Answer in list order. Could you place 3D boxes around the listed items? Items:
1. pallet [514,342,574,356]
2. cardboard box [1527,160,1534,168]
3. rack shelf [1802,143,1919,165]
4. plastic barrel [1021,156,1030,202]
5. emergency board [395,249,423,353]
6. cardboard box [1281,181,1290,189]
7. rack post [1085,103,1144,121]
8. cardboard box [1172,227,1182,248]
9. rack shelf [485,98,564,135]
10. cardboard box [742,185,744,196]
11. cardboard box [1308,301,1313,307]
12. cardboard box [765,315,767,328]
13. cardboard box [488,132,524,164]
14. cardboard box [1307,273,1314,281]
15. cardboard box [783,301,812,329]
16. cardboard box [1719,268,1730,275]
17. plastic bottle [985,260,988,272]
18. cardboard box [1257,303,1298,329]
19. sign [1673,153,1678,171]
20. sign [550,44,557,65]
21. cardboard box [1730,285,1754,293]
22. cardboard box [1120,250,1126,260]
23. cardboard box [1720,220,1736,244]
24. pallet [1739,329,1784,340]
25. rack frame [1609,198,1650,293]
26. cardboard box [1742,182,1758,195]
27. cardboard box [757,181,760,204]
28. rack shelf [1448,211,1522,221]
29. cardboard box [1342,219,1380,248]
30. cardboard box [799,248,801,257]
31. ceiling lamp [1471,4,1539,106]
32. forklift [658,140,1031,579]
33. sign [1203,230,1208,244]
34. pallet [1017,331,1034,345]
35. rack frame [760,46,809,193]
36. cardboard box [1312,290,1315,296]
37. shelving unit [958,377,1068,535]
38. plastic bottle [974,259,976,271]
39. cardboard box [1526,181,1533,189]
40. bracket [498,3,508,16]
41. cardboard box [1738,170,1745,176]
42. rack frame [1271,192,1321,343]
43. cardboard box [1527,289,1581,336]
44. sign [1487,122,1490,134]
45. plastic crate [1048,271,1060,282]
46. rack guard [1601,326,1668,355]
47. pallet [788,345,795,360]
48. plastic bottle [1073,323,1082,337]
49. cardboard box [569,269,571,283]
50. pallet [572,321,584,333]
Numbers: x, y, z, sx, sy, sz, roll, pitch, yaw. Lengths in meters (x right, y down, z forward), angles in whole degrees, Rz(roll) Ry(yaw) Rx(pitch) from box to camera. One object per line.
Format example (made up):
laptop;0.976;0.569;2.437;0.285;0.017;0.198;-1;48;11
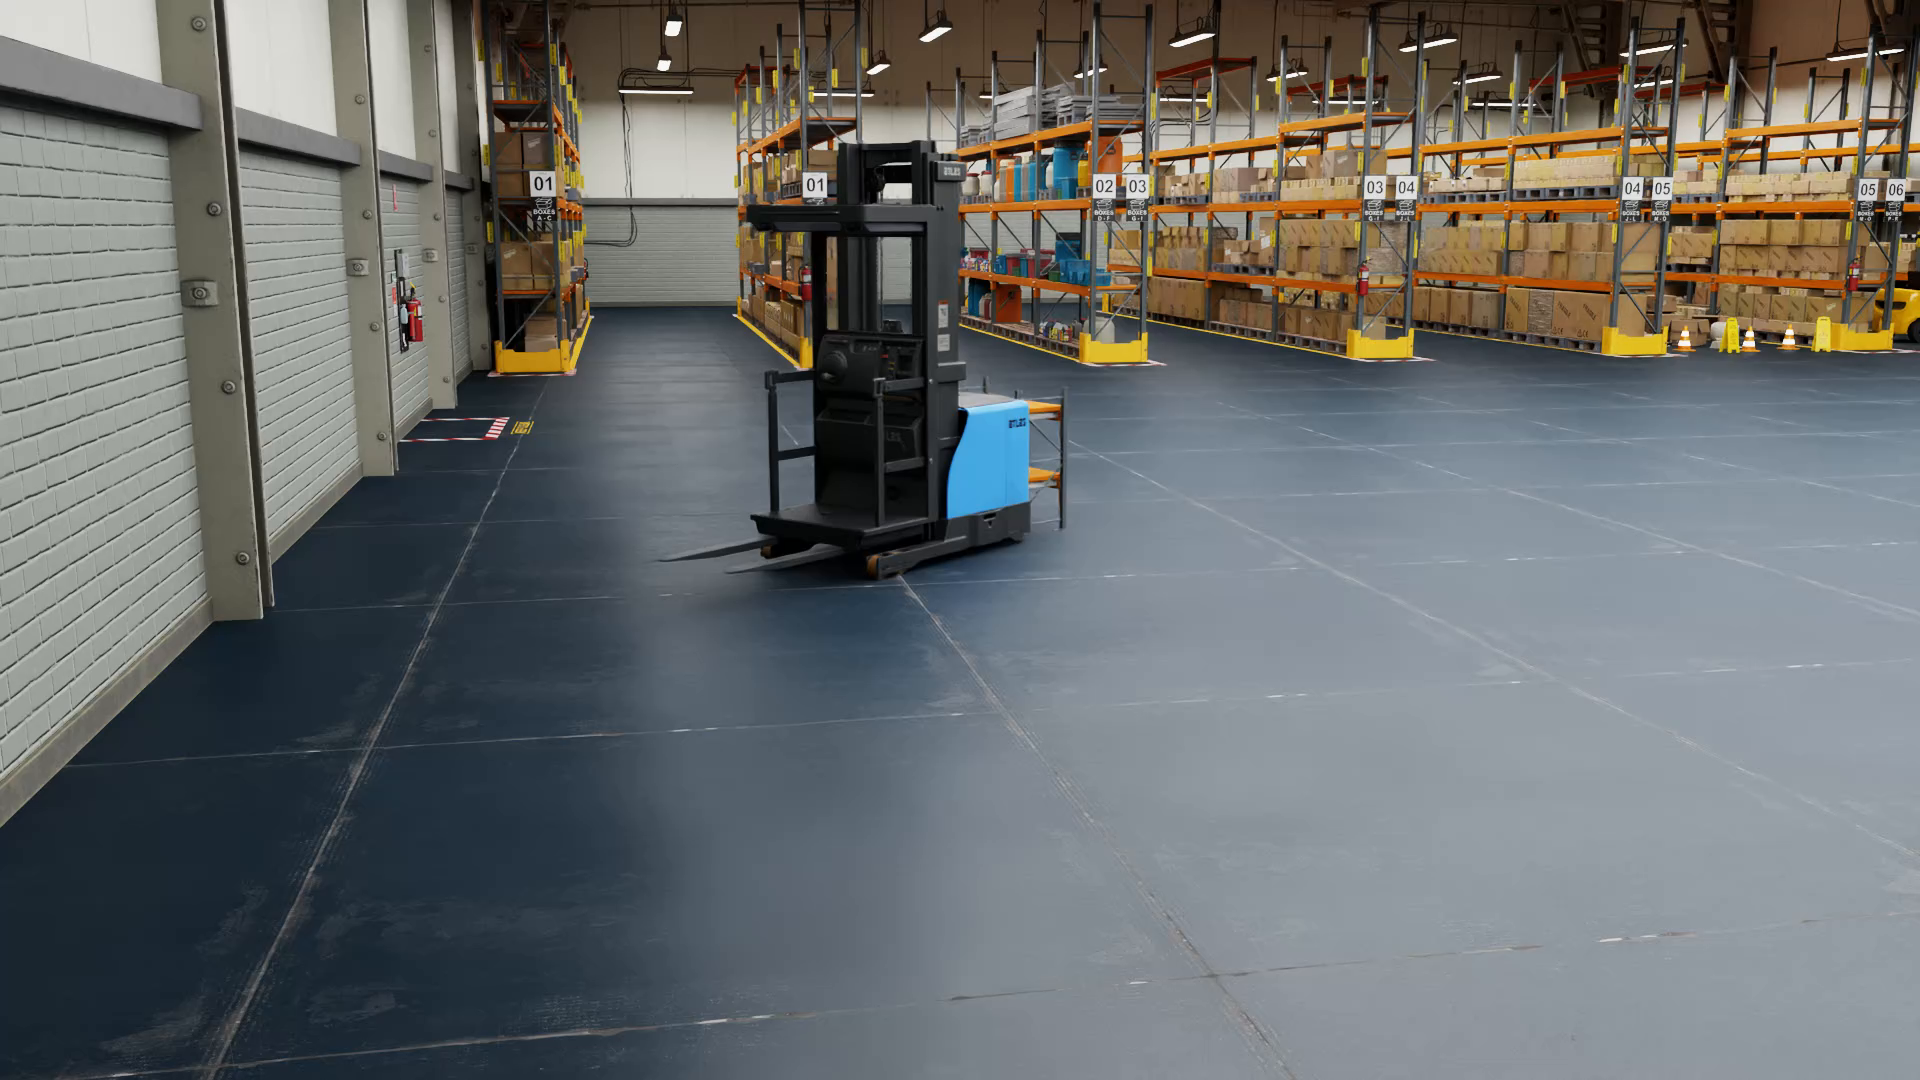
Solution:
pallet;-7.588;-3.468;30.354;1.003;0.211;1.213;-2;11;-11
cardboard box;11.545;-7.487;33.138;0.380;0.149;0.250;-2;11;-12
rack shelf;21.022;-8.806;37.889;1.077;0.370;4.000;-2;11;-11
plastic barrel;1.525;-7.245;33.378;0.600;0.901;0.600;0;11;0
emergency board;-6.350;-2.768;19.218;0.194;1.169;0.643;-2;11;-11
cardboard box;6.583;-7.025;32.897;0.380;0.149;0.250;-2;11;-13
rack post;2.720;-7.431;29.011;0.937;0.300;0.954;-1;11;-5
cardboard box;5.521;-7.266;39.901;0.797;0.503;0.637;-2;11;-10
rack shelf;-7.365;-7.185;28.313;1.077;0.370;4.000;-2;11;-11
cardboard box;-5.098;-8.608;40.943;0.500;0.250;0.500;-2;11;-11
cardboard box;9.475;-6.278;44.159;0.380;0.149;0.250;-2;11;-11
cardboard box;-3.860;-4.623;35.195;0.500;0.250;0.500;-2;11;-11
cardboard box;-7.316;-6.320;26.859;0.500;0.500;0.500;-2;11;-8
cardboard box;6.874;-5.052;31.889;0.380;0.149;0.250;-2;11;-11
cardboard box;-3.007;-4.177;30.844;0.500;0.500;0.500;-2;11;-11
cardboard box;16.290;-5.668;35.125;0.380;0.149;0.250;-2;11;-11
plastic bottle;0.602;-6.149;37.326;0.097;0.271;0.097;0;11;0
cardboard box;6.650;-4.690;34.824;0.700;0.500;0.500;-2;11;-11
sign;13.031;-6.889;30.299;0.100;0.325;0.005;-2;11;-11
sign;-6.444;-7.691;26.327;0.100;0.325;0.005;-2;11;-11
cardboard box;16.359;-5.260;34.801;0.380;0.149;0.250;-2;11;-10
cardboard box;4.519;-7.488;43.624;0.500;0.250;0.500;-2;11;-13
cardboard box;16.416;-6.459;34.870;0.700;0.500;0.500;-2;11;-12
pallet;16.709;-4.369;35.086;1.003;0.211;1.213;-2;11;-11
rack frame;15.765;-6.594;39.321;1.000;3.000;0.127;-2;11;-11
cardboard box;16.470;-7.222;34.200;0.500;0.250;0.500;-2;11;-11
cardboard box;-3.992;-7.665;36.655;0.910;0.500;0.500;-2;11;-11
rack shelf;14.598;-8.815;44.889;1.077;0.370;4.000;-2;11;-11
cardboard box;7.251;-5.545;30.070;0.500;0.500;0.500;-2;11;-11
cardboard box;-2.632;-5.076;29.338;0.380;0.149;0.250;-2;11;-9
ceiling lamp;16.272;-14.464;49.013;2.000;3.185;0.800;-2;11;-11
forklift;-0.770;-1.276;11.564;1.130;2.935;3.031;8;14;37
sign;5.501;-6.782;37.210;0.100;0.325;0.005;-2;11;-11
pallet;1.773;-4.093;33.636;1.003;0.211;1.213;-2;11;-11
rack frame;-3.673;-8.822;34.977;1.000;3.000;0.127;-2;11;-11
cardboard box;9.501;-6.520;43.839;0.380;0.149;0.250;-3;11;-13
shelving unit;0.331;-0.691;13.319;0.538;1.125;1.048;-8;13;-35
plastic bottle;0.364;-6.373;38.502;0.097;0.271;0.097;0;11;0
cardboard box;11.544;-7.095;33.212;0.380;0.149;0.250;-2;11;-11
bracket;-8.194;-9.600;29.441;0.076;0.066;4.783;-2;11;-11
cardboard box;16.716;-7.925;36.232;0.500;0.250;0.500;-2;11;-12
rack frame;6.822;-5.500;33.573;1.000;3.000;0.127;-2;11;-11
cardboard box;11.940;-4.542;33.095;0.875;0.875;0.875;-2;11;-11
sign;14.744;-11.524;46.464;0.100;0.325;0.005;-2;11;-11
plastic crate;1.951;-4.957;31.284;0.450;0.188;0.662;-2;11;-11
rack guard;12.490;-3.696;30.779;1.175;0.500;0.348;-2;11;-11
pallet;-2.541;-3.399;29.992;1.003;0.211;1.213;-2;11;-11
plastic bottle;2.269;-4.046;32.037;0.152;0.276;0.135;-2;11;-11
cardboard box;-7.364;-4.820;30.347;0.500;0.250;0.500;-2;11;-11
pallet;-8.845;-4.694;36.796;1.003;0.211;1.213;-2;11;-11
